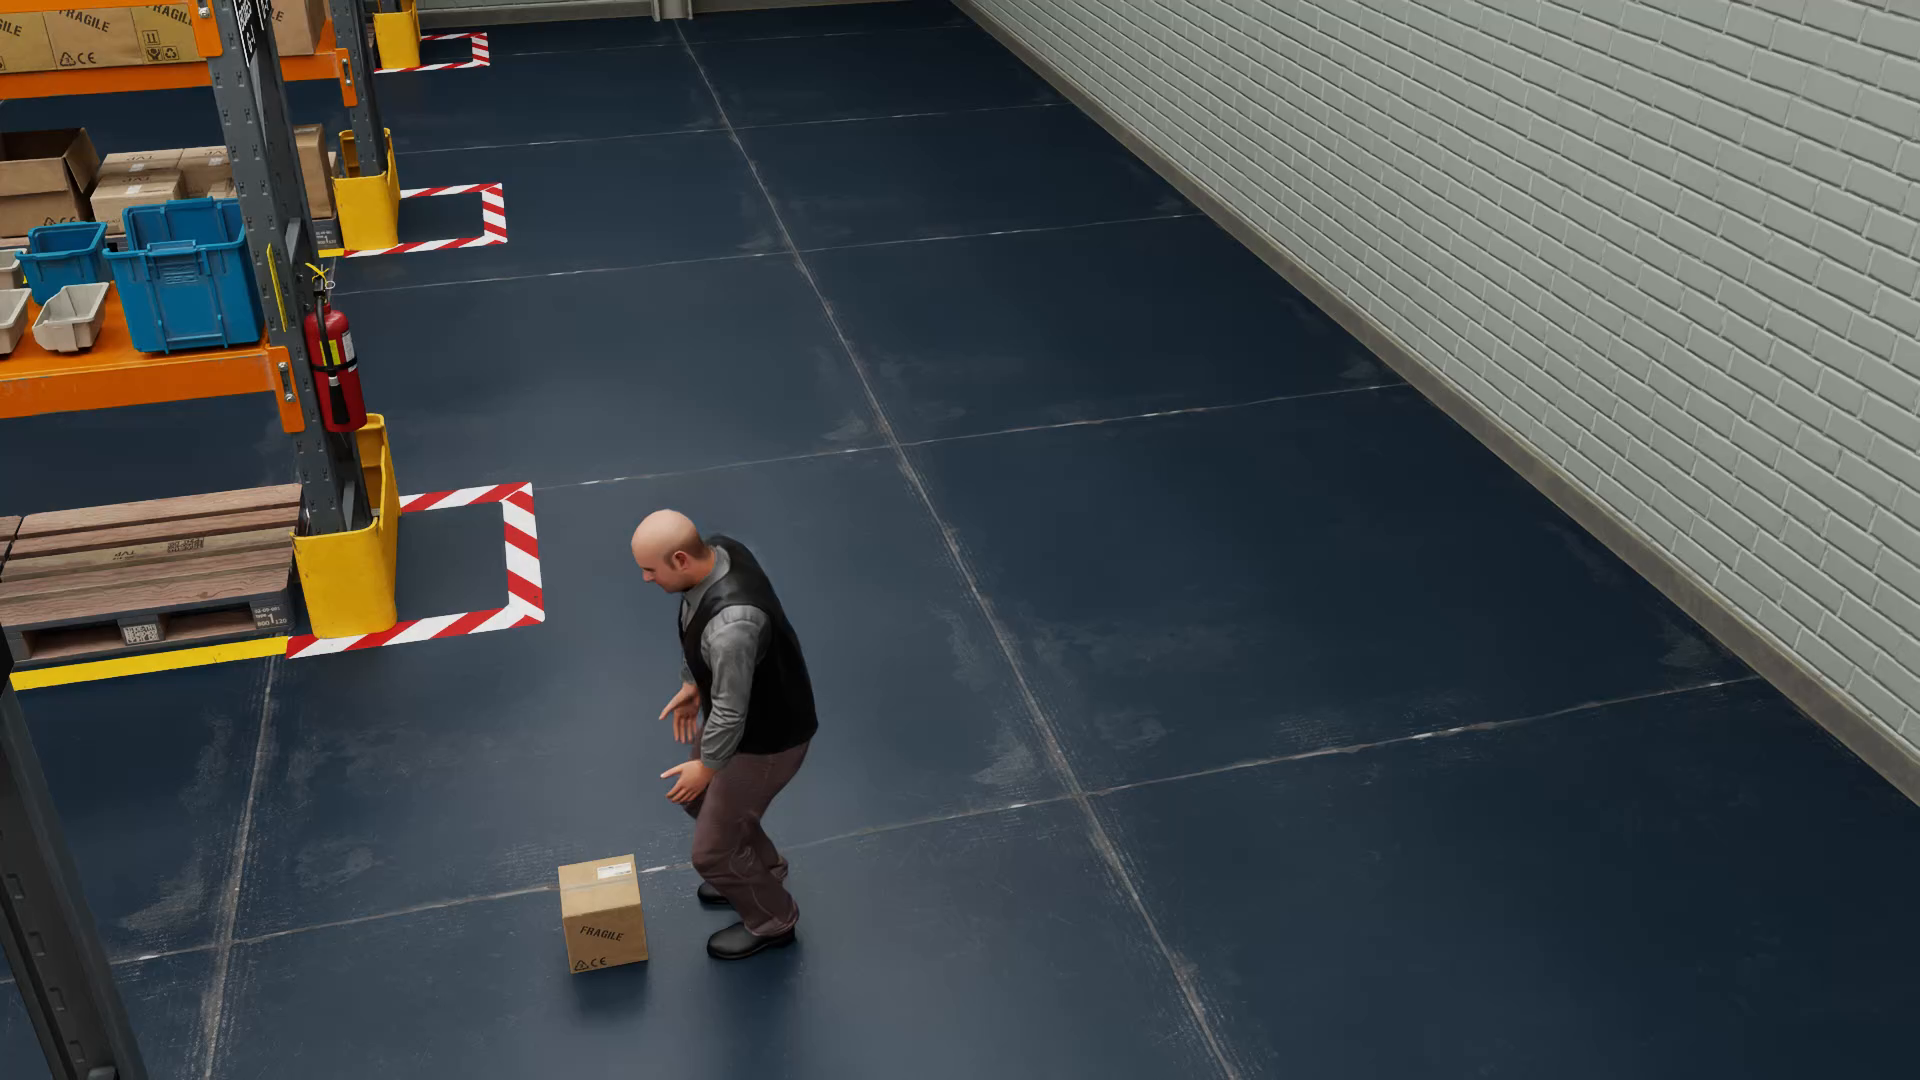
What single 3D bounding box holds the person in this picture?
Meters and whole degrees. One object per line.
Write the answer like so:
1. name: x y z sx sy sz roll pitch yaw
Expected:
1. person: -0.714 0.619 5.235 0.555 1.581 0.581 -7 31 -12
